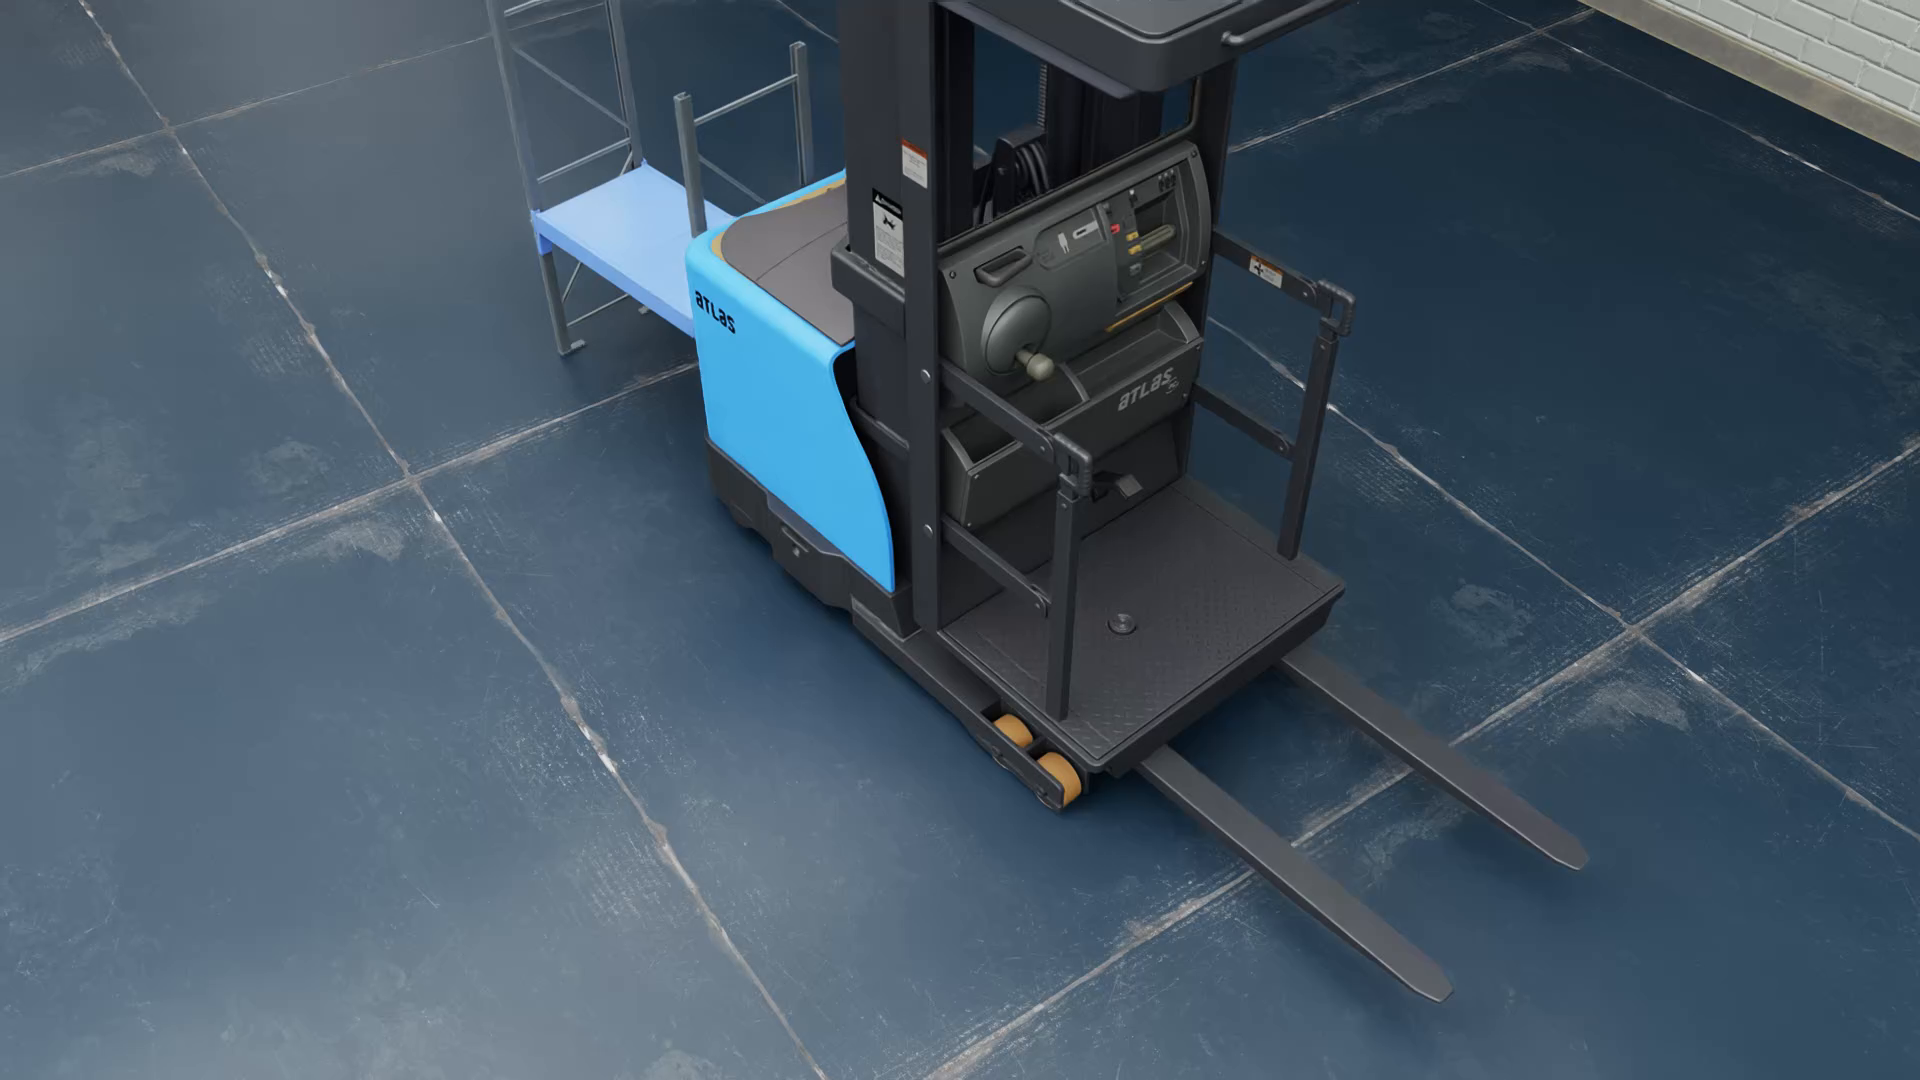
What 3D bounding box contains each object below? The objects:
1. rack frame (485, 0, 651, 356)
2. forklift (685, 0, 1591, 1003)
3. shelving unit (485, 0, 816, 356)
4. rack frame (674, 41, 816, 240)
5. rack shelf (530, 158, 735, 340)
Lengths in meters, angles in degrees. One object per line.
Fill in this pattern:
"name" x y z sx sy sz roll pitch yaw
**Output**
"rack frame" -1.387 -1.392 6.121 0.500 1.500 0.032 -35 53 -31
"forklift" 0.470 -0.667 4.327 1.130 2.935 3.031 -31 52 -28
"shelving unit" -1.028 -1.143 5.861 0.538 1.500 1.048 -35 53 -31
"rack frame" -0.668 -0.895 5.601 0.500 1.500 0.032 -35 53 -31
"rack shelf" -1.028 -1.013 5.986 0.538 0.185 1.000 -35 53 -31
